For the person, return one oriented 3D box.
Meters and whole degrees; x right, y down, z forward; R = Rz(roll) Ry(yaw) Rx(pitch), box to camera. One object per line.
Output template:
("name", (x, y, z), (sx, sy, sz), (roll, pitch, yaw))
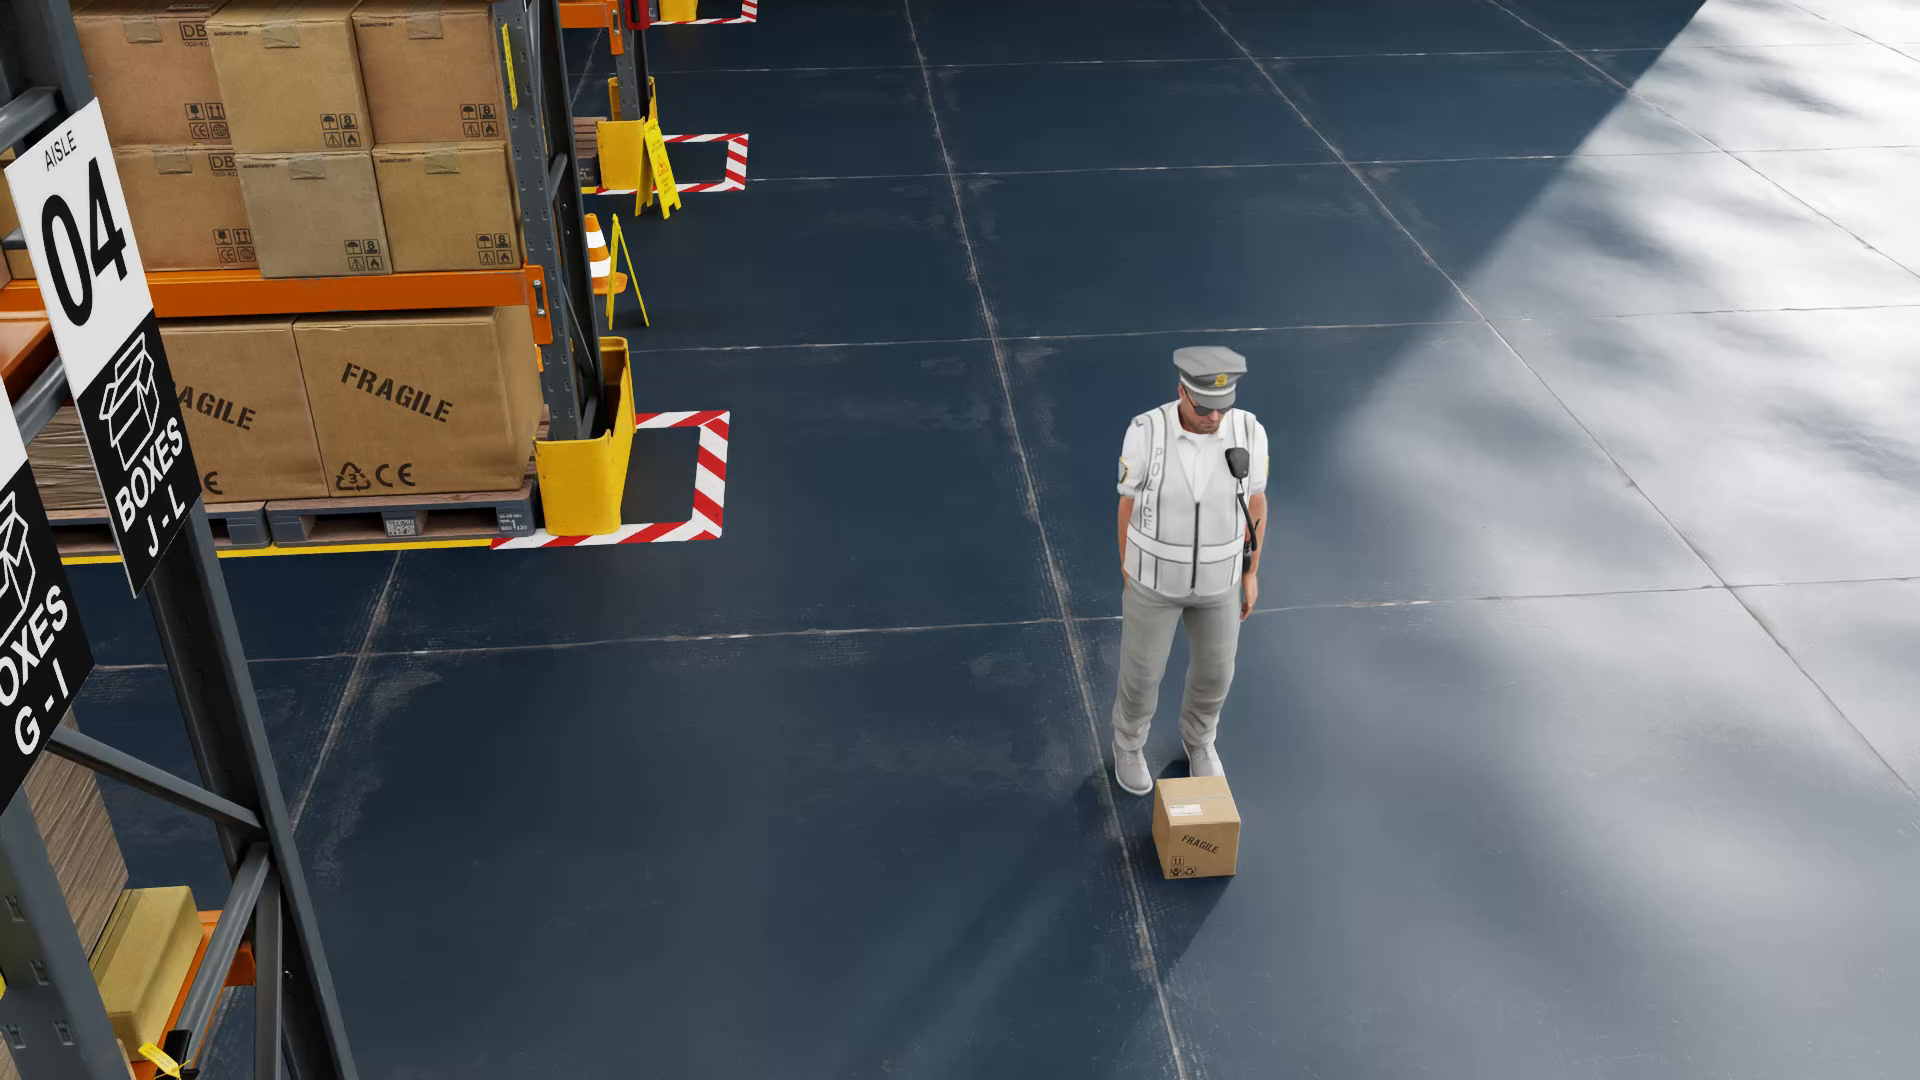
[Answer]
("person", (0.815, 0.125, 5.940), (0.525, 1.746, 0.391), (-2, 31, -4))
